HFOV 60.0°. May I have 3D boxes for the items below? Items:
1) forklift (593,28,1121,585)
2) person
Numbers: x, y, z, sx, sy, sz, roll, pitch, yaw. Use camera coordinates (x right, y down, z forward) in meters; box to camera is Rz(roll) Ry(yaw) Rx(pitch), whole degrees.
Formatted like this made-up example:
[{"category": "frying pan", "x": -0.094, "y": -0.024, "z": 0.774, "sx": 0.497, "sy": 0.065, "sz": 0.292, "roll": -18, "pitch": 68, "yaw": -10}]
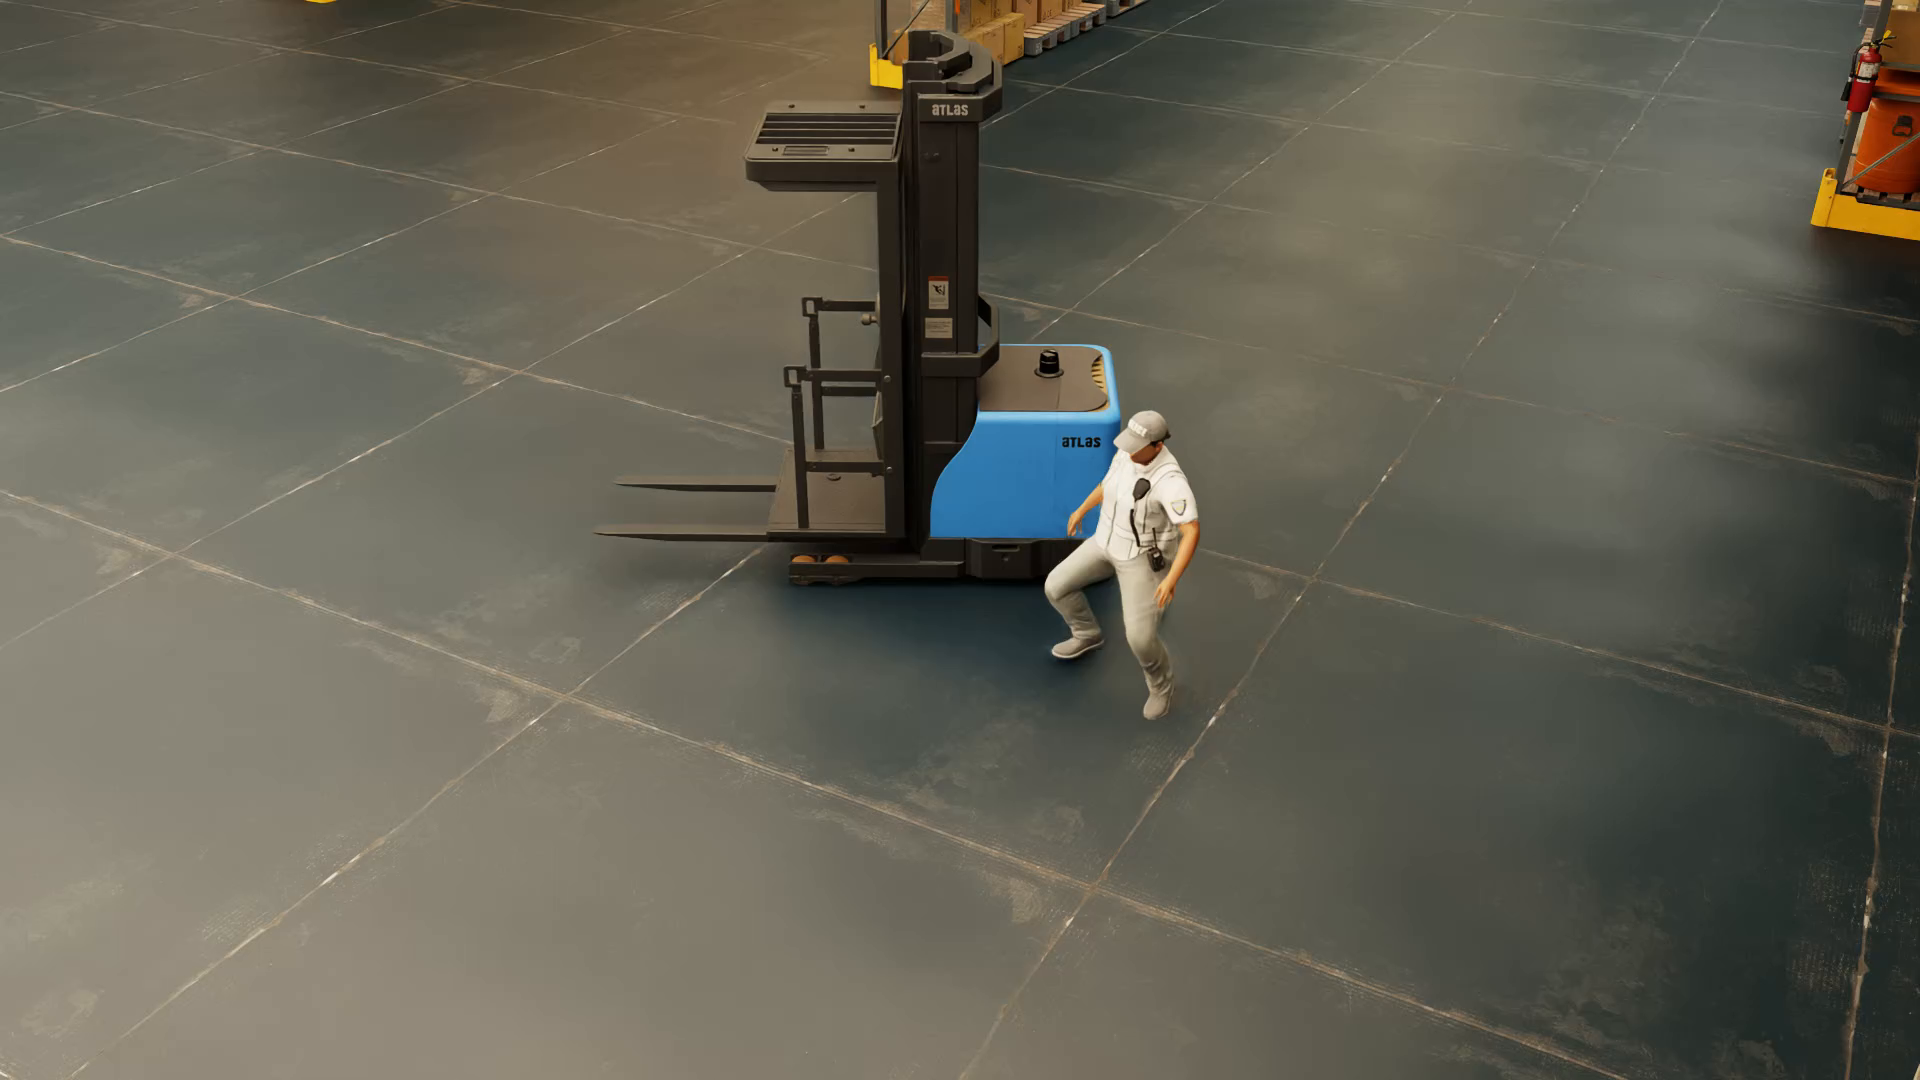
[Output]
[{"category": "forklift", "x": -0.610, "y": -1.275, "z": 9.279, "sx": 3.031, "sy": 2.935, "sz": 1.130, "roll": 0, "pitch": 30, "yaw": 1}, {"category": "person", "x": 0.832, "y": 0.070, "z": 8.358, "sx": 0.529, "sy": 1.562, "sz": 0.865, "roll": -18, "pitch": 34, "yaw": -28}]
